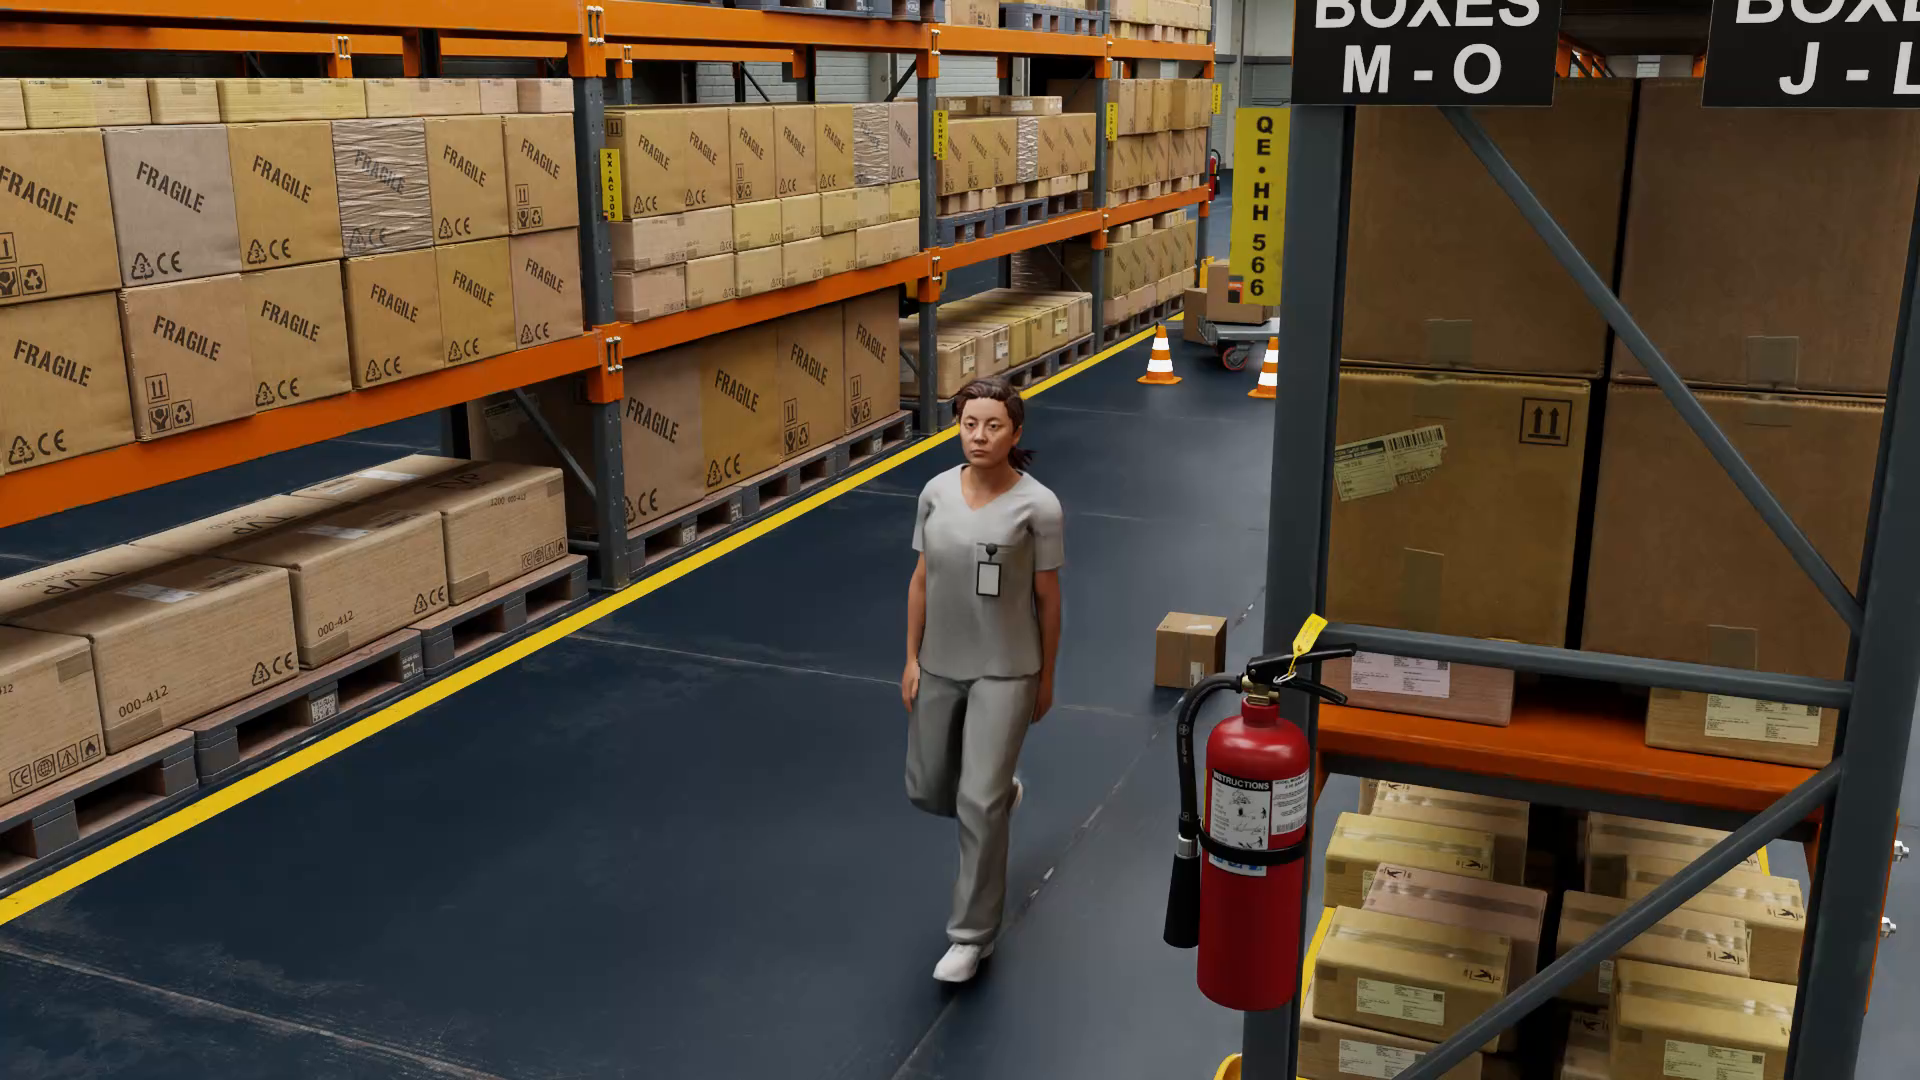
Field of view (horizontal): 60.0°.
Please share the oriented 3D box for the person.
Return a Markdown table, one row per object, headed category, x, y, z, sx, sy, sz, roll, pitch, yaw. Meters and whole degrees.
| category | x | y | z | sx | sy | sz | roll | pitch | yaw |
| --- | --- | --- | --- | --- | --- | --- | --- | --- | --- |
| person | 0.077 | 0.351 | 4.698 | 0.441 | 1.645 | 0.763 | 7 | 17 | 25 |
